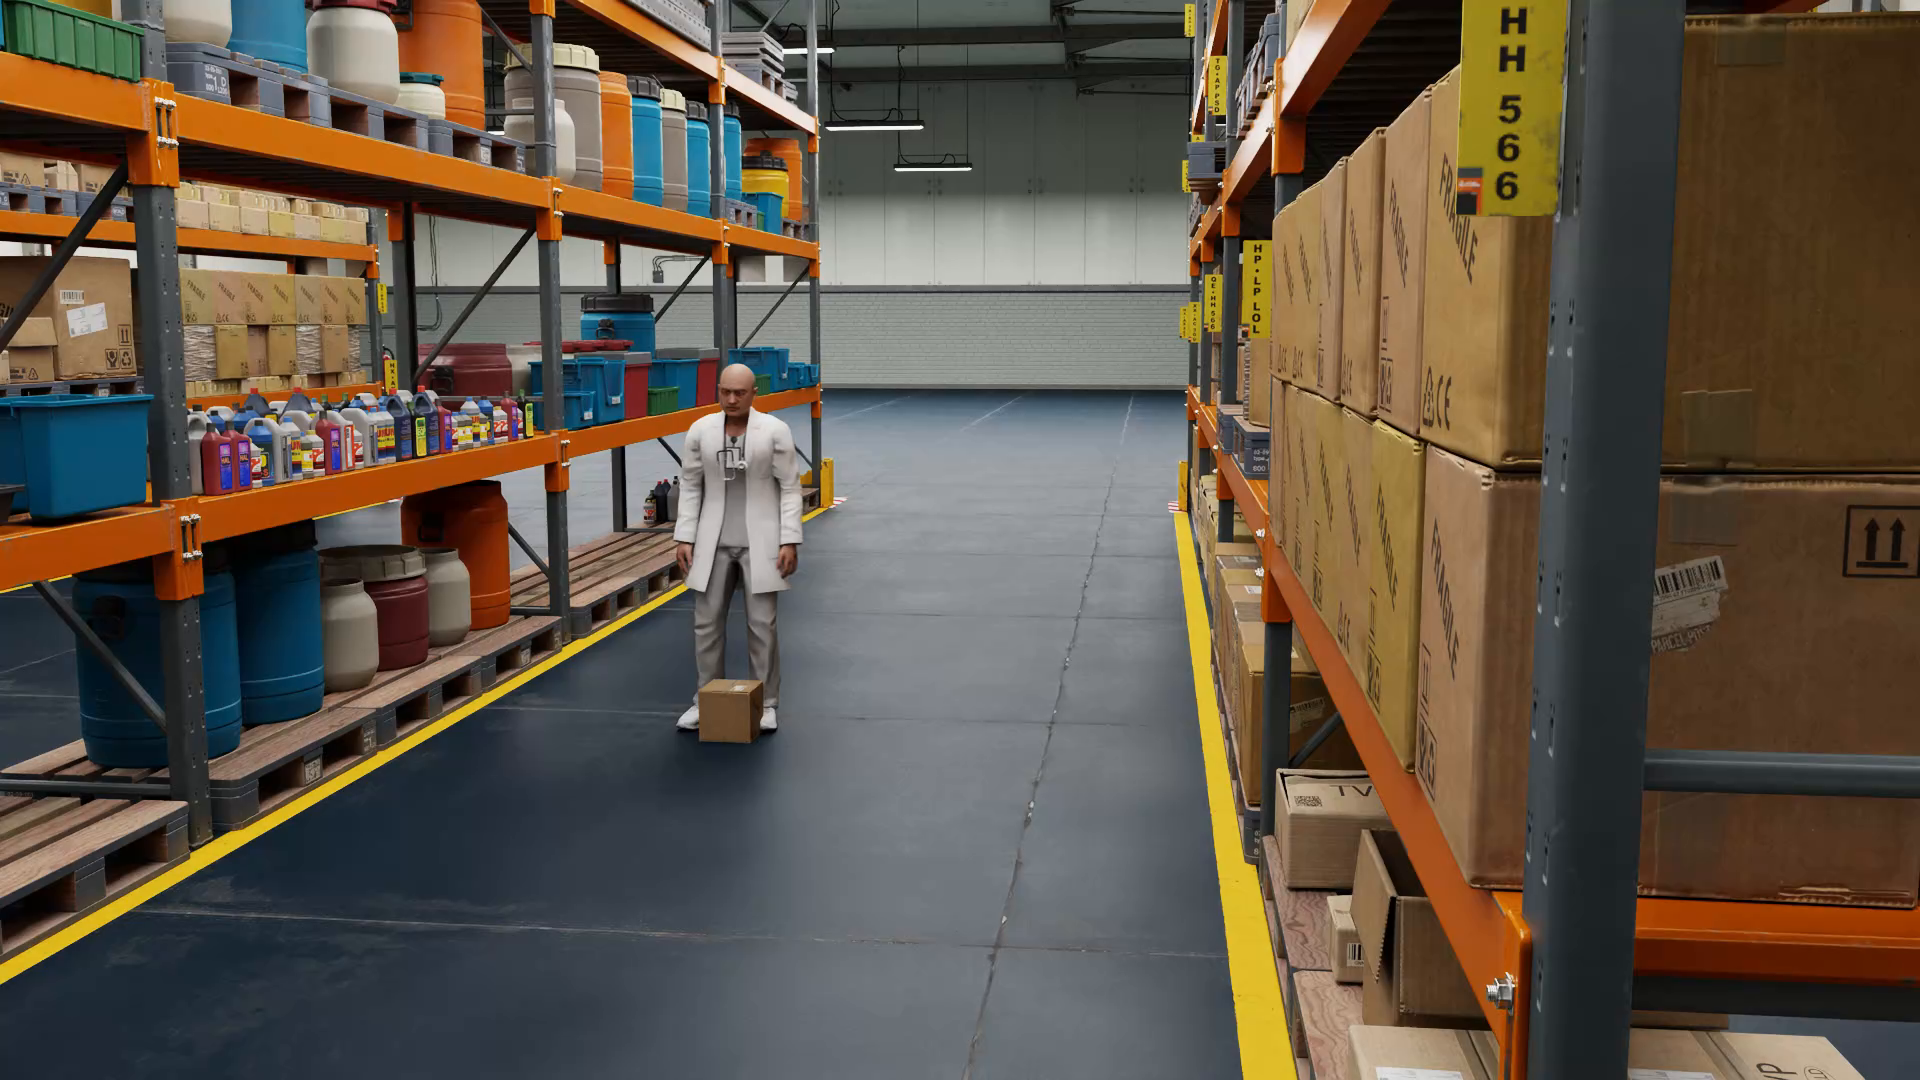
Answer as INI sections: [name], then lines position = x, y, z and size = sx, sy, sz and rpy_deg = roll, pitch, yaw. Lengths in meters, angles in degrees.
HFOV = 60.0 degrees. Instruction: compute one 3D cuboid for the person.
[person]
position = -1.079, 0.031, 8.104
size = 0.642, 1.774, 0.420
rpy_deg = 1, 7, 6
